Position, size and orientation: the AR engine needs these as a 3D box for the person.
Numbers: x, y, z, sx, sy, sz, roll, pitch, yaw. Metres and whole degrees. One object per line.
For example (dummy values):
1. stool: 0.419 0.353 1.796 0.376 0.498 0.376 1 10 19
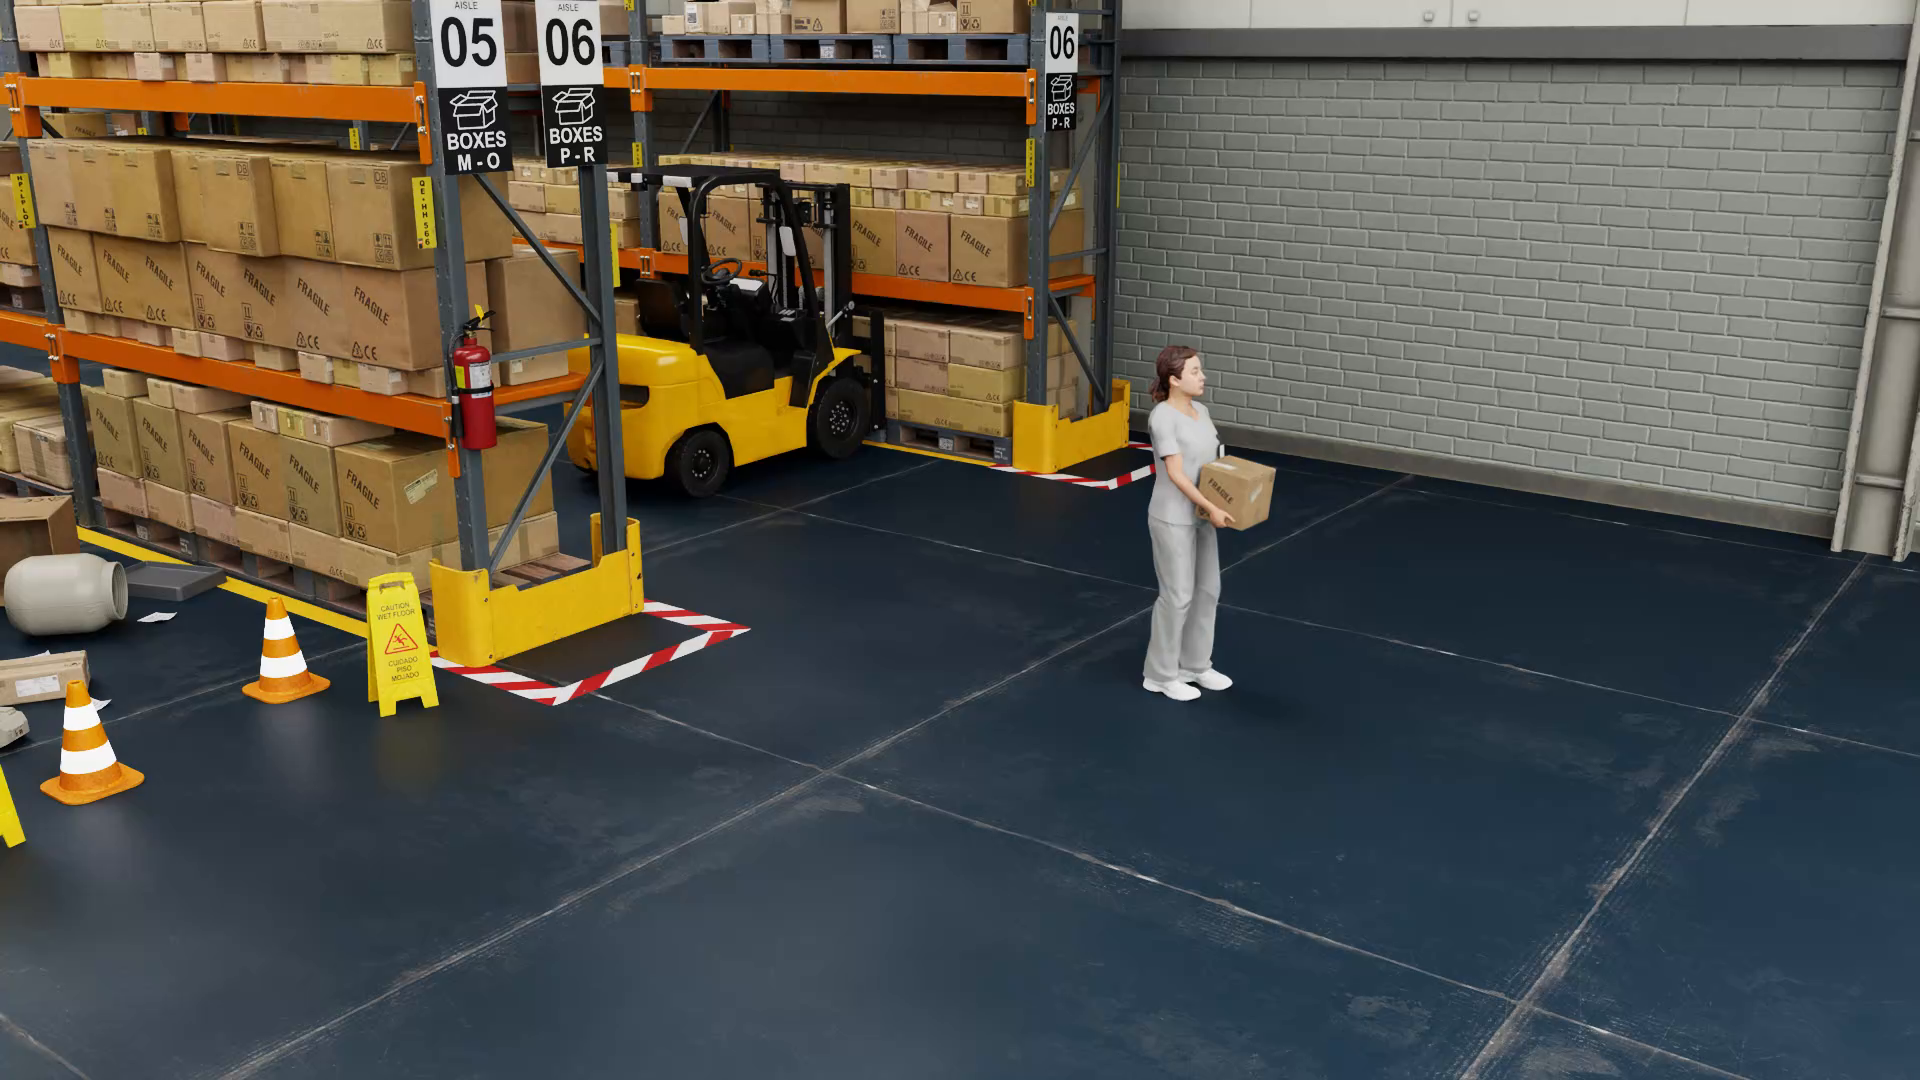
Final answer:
1. person: 1.110 -0.077 7.822 0.560 1.663 0.436 13 21 36
